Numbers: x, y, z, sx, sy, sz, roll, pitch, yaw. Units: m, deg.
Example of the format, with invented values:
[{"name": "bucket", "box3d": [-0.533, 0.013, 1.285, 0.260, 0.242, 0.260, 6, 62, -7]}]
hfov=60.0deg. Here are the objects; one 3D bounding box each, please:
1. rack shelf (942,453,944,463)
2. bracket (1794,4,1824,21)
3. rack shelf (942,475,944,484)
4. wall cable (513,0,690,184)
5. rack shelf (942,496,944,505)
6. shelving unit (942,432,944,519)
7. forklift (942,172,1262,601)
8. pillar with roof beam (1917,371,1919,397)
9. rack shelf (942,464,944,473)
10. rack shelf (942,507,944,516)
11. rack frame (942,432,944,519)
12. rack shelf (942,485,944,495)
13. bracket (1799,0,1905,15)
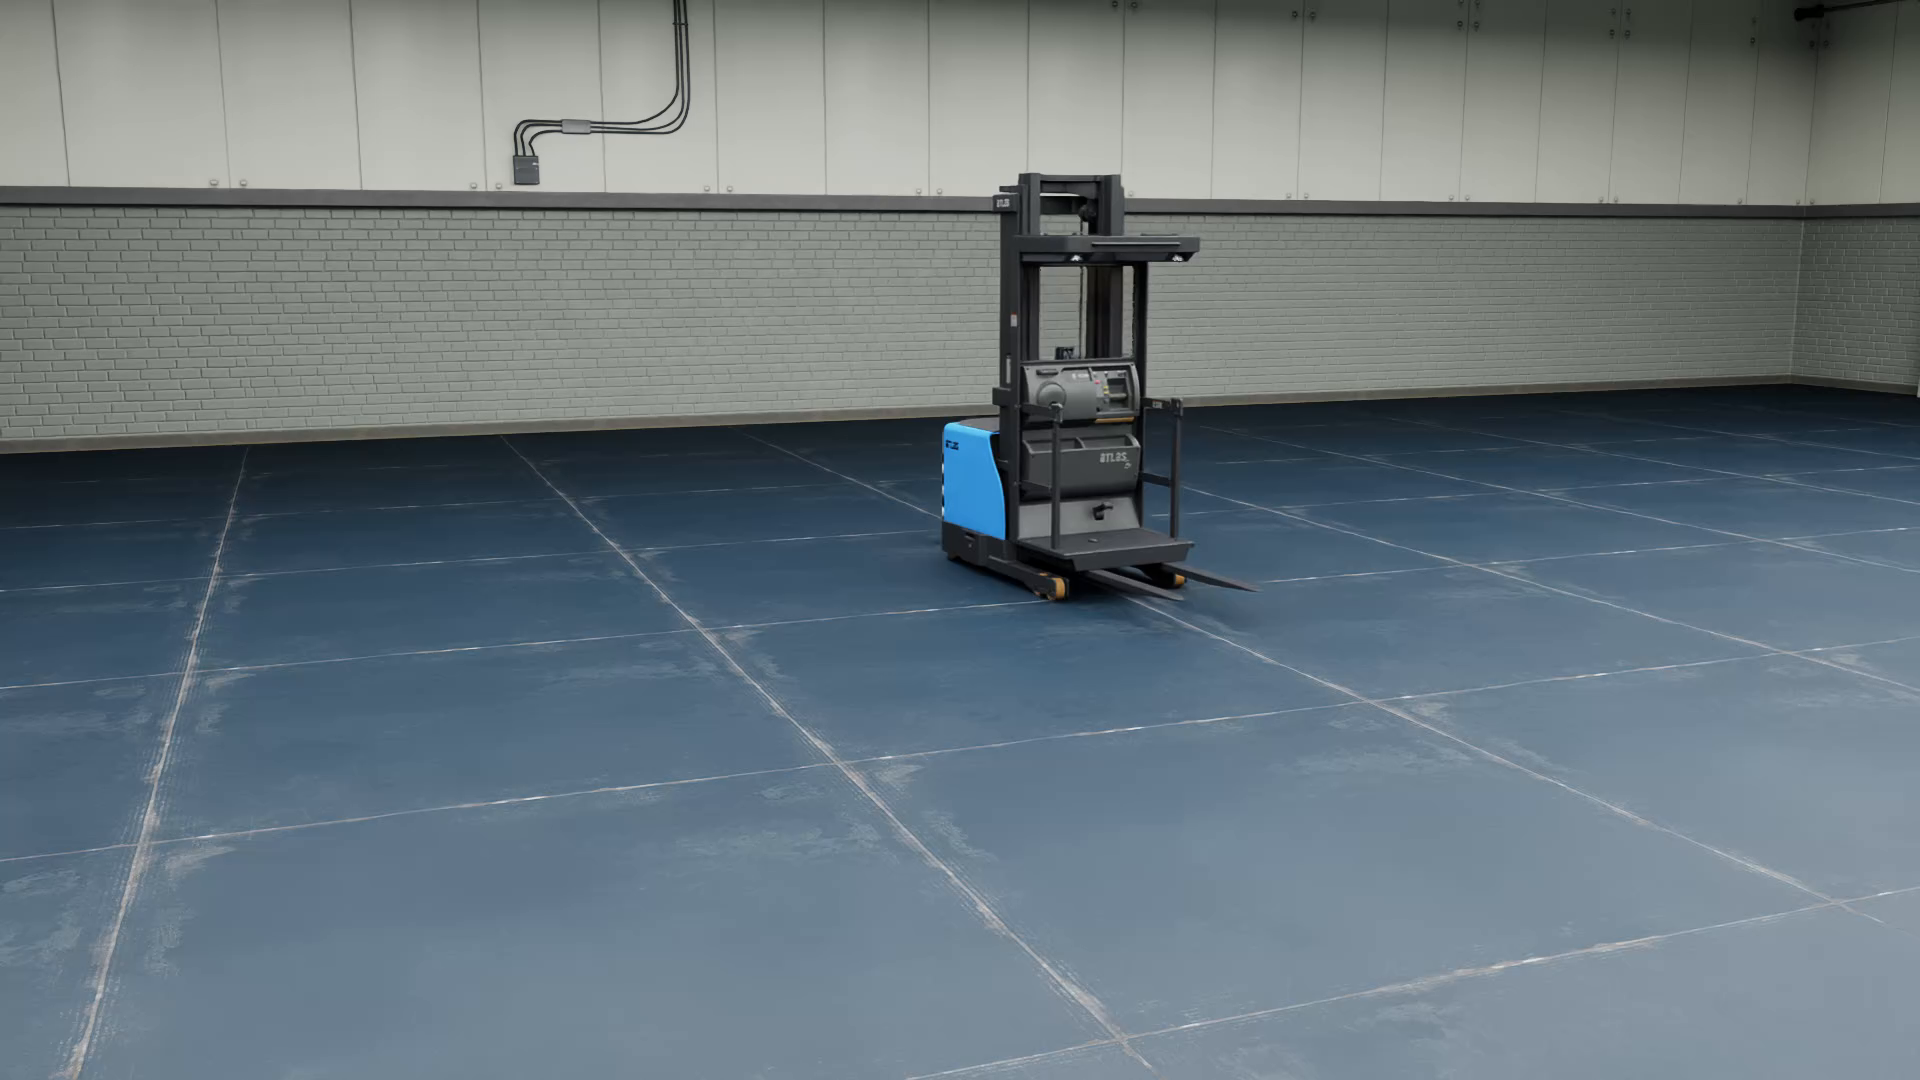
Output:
[{"name": "rack shelf", "box3d": [0.003, -0.675, 13.792, 0.258, 0.077, 0.200, -4, 11, -21]}, {"name": "bracket", "box3d": [14.401, -8.936, 28.185, 0.235, 0.232, 0.430, -4, 11, -21]}, {"name": "rack shelf", "box3d": [0.003, -0.498, 13.824, 0.258, 0.077, 0.200, -4, 11, -21]}, {"name": "wall cable", "box3d": [-4.599, -7.572, 21.082, 2.305, 6.003, 0.169, -4, 11, -21]}, {"name": "rack shelf", "box3d": [0.003, -0.320, 13.855, 0.258, 0.077, 0.200, -4, 11, -21]}, {"name": "shelving unit", "box3d": [0.003, -0.442, 13.834, 0.258, 0.900, 0.210, -4, 11, -21]}, {"name": "forklift", "box3d": [0.979, -1.108, 11.782, 1.130, 2.935, 3.031, -5, 11, -27]}, {"name": "pillar with roof beam", "box3d": [11.728, -6.459, 24.535, 9.100, 9.000, 0.400, -4, 11, -21]}, {"name": "rack shelf", "box3d": [0.003, -0.586, 13.808, 0.258, 0.077, 0.200, -4, 11, -21]}, {"name": "rack shelf", "box3d": [0.003, -0.232, 13.871, 0.258, 0.077, 0.200, -4, 11, -21]}, {"name": "rack frame", "box3d": [-0.034, -0.458, 13.927, 0.240, 0.900, 0.006, -4, 11, -21]}, {"name": "rack shelf", "box3d": [0.003, -0.409, 13.840, 0.258, 0.077, 0.200, -4, 11, -21]}, {"name": "bracket", "box3d": [14.615, -8.840, 27.643, 0.076, 0.066, 3.189, -4, 11, -21]}]
